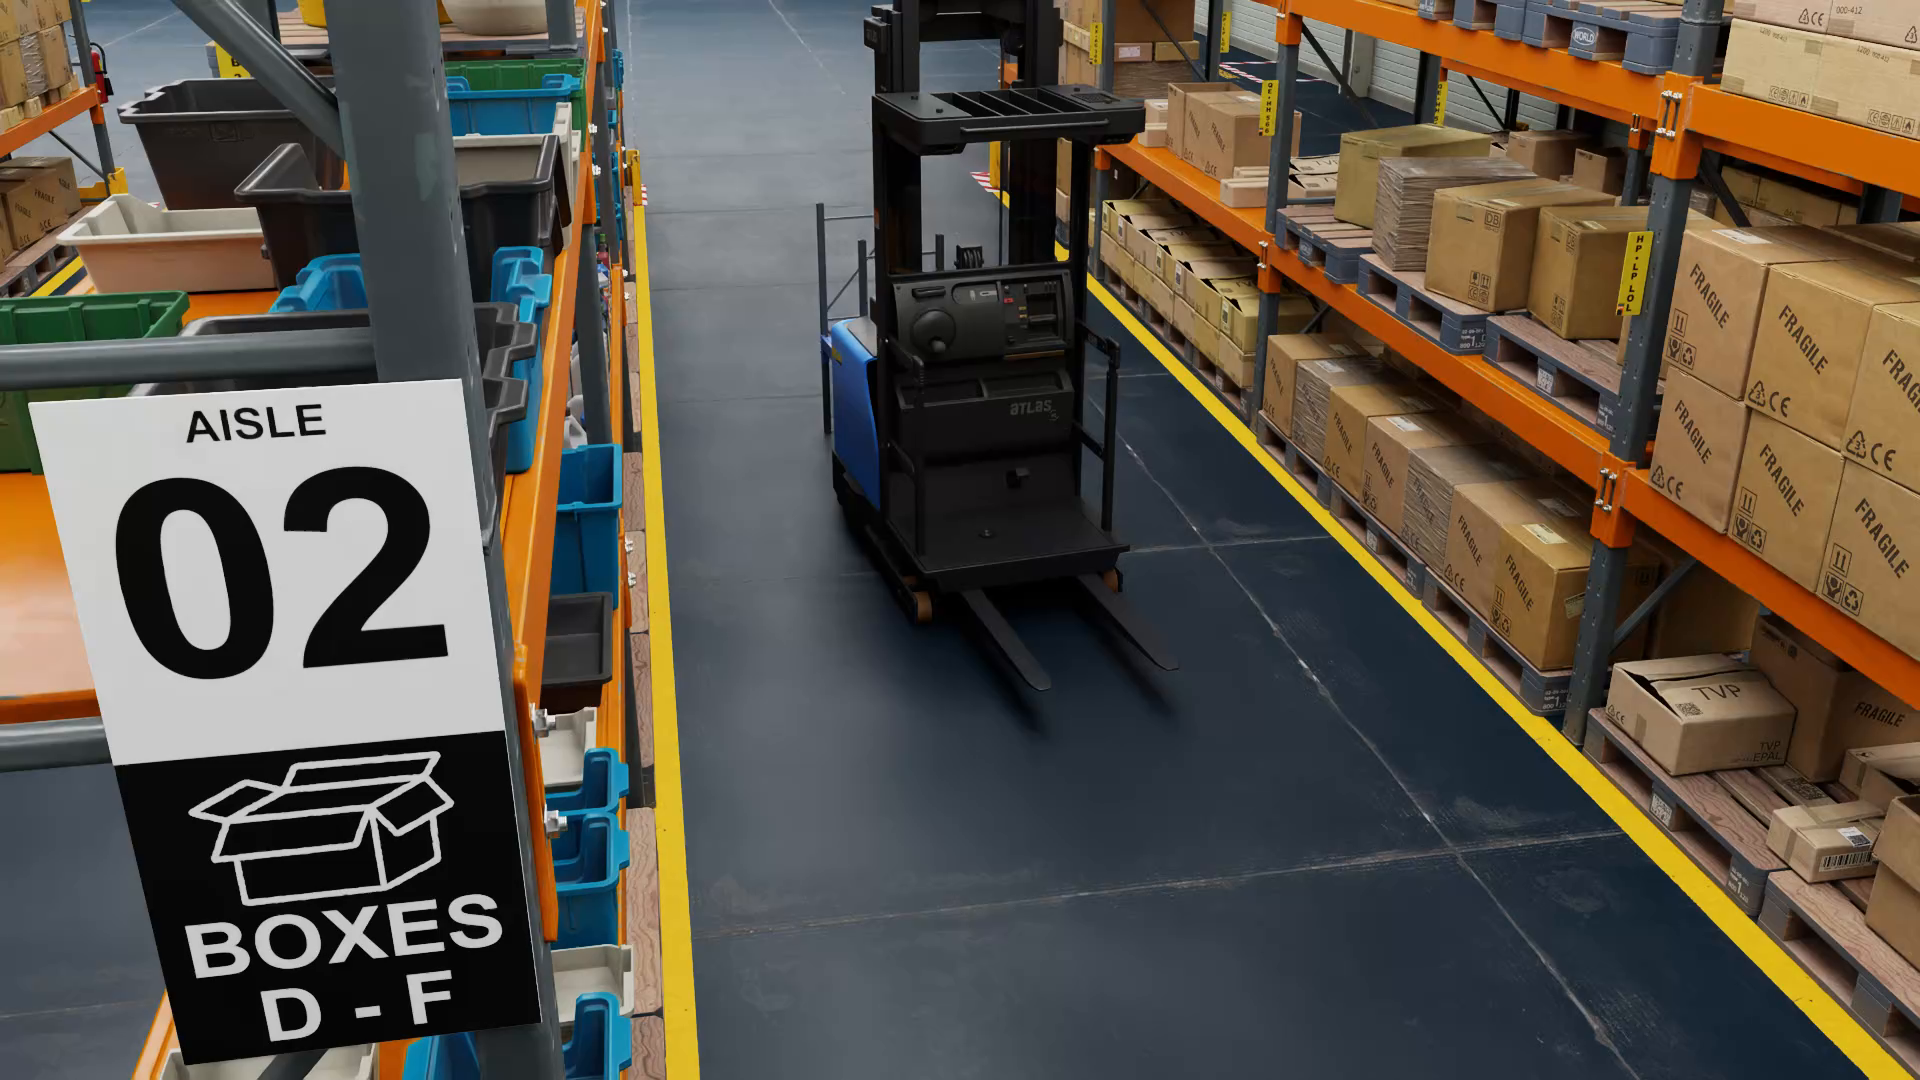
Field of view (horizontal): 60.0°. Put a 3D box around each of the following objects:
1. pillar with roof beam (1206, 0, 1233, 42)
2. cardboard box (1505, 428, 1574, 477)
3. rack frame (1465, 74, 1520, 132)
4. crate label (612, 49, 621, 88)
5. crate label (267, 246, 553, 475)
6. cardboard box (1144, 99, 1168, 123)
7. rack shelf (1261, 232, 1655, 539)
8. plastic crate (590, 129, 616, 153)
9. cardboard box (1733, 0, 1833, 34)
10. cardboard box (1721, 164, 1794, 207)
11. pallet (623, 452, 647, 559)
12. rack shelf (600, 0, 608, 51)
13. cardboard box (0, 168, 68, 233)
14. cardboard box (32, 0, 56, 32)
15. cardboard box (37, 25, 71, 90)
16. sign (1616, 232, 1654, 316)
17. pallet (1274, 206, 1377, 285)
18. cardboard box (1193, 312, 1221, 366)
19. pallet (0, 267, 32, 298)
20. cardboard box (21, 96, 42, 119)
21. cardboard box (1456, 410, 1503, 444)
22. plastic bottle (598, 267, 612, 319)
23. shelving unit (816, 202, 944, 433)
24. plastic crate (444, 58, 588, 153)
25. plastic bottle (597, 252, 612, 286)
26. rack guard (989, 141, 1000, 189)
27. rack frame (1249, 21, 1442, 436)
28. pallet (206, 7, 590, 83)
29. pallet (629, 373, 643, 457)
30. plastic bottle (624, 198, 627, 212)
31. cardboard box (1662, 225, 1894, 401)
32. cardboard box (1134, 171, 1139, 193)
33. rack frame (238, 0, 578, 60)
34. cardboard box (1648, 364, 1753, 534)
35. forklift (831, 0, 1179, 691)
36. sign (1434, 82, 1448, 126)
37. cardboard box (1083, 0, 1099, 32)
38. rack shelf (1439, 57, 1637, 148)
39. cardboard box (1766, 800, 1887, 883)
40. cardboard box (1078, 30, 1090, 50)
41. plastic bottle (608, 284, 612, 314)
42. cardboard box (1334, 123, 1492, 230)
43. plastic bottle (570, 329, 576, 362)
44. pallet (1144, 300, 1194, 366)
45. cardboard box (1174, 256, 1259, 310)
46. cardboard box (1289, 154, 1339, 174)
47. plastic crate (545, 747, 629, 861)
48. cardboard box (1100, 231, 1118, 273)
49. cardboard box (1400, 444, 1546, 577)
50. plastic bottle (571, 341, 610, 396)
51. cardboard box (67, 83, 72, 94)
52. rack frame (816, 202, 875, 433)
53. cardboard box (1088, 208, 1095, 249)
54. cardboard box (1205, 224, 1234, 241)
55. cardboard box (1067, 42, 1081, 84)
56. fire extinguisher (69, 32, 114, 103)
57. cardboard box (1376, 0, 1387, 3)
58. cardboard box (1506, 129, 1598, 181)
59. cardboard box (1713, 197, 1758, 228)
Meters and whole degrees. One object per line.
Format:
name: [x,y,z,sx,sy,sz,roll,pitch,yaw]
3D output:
pillar with roof beam: [0.319,-12.563,26.772,9.100,9.000,0.400,-4,24,-10]
cardboard box: [3.106,-0.537,8.368,0.500,0.250,0.500,-4,24,-10]
rack frame: [5.789,-5.624,18.379,1.000,3.000,0.127,-4,24,-10]
crate label: [-3.341,-4.203,15.081,0.502,0.435,0.616,-4,24,-10]
crate label: [-0.841,-0.290,2.605,0.408,0.251,0.502,-4,24,-10]
cardboard box: [1.796,-3.423,13.528,0.500,0.250,0.500,-3,24,-6]
rack shelf: [2.771,-0.993,8.674,1.077,0.370,4.000,-4,24,-10]
plastic crate: [-2.466,-2.431,10.989,0.402,0.464,0.583,-4,24,-10]
cardboard box: [2.987,-1.861,5.578,0.500,0.250,0.500,-4,24,-10]
cardboard box: [6.766,-2.989,13.982,0.500,0.250,0.500,-5,24,-11]
pallet: [-2.281,-0.159,9.350,1.003,0.211,1.213,-4,24,-10]
rack shelf: [-2.837,-3.575,10.840,1.077,0.370,4.000,-4,24,-10]
cardboard box: [-8.571,-3.091,15.179,0.500,0.500,0.500,2,24,4]
cardboard box: [-8.372,-4.770,14.678,0.500,0.500,0.500,-4,24,-10]
cardboard box: [-8.529,-4.300,14.851,0.875,0.500,0.500,-4,24,-10]
sign: [2.596,-1.024,6.400,0.100,0.325,0.005,-4,24,-10]
pallet: [2.596,-1.760,9.771,1.213,0.211,1.003,-4,24,-10]
cardboard box: [1.965,-1.433,11.693,0.500,0.250,0.500,-5,24,-10]
pallet: [-8.234,-1.934,13.415,1.003,0.211,1.213,-4,24,-10]
cardboard box: [-8.178,-3.730,14.356,0.380,0.149,0.250,-4,24,-10]
cardboard box: [3.003,-0.405,9.003,0.500,0.500,0.500,-5,24,-12]
plastic bottle: [-1.855,-1.267,8.563,0.097,0.271,0.097,0,24,0]
shelving unit: [-0.491,-1.228,10.187,0.538,1.500,1.048,-7,25,-16]
plastic crate: [-1.352,-1.304,5.004,0.450,0.188,0.662,-4,24,-10]
plastic bottle: [-1.970,-1.479,9.136,0.097,0.201,0.097,0,24,0]
rack guard: [0.917,-4.120,18.058,1.175,0.500,0.348,-4,24,-10]
rack frame: [2.401,-2.109,10.331,1.000,3.000,0.127,-4,24,-10]
pallet: [-1.969,-1.760,6.020,1.213,0.211,1.003,-4,24,-10]
pallet: [-2.573,-0.774,10.757,1.003,0.211,1.213,-4,24,-10]
plastic bottle: [-3.157,-3.053,15.346,0.152,0.276,0.135,-4,24,-9]
cardboard box: [2.951,-0.834,6.037,0.500,0.500,0.500,-4,24,-8]
cardboard box: [1.783,-3.360,15.169,0.500,0.500,0.500,-4,24,-10]
rack frame: [-1.728,-2.920,4.692,1.000,3.000,0.127,-4,24,-10]
cardboard box: [2.967,-0.361,6.203,0.500,0.500,0.500,-4,24,-8]
forklift: [0.192,-1.105,8.118,1.130,2.935,3.031,-7,25,-16]
sign: [2.933,-2.647,10.216,0.100,0.325,0.005,-4,24,-10]
cardboard box: [1.479,-4.695,14.507,0.700,0.500,0.500,-4,24,-10]
rack shelf: [6.159,-4.507,16.722,1.077,0.370,4.000,-4,24,-10]
cardboard box: [3.176,1.082,6.016,0.380,0.166,0.250,-4,24,-10]
cardboard box: [1.257,-4.420,14.687,0.380,0.149,0.250,-4,24,-10]
plastic bottle: [-1.873,-1.273,8.665,0.097,0.201,0.097,0,24,0]
cardboard box: [2.628,-2.108,9.679,0.700,0.500,0.500,-13,27,-27]
plastic bottle: [-1.825,-0.891,7.703,0.097,0.271,0.097,0,24,0]
pallet: [2.065,-1.637,12.734,1.003,0.211,1.213,-4,24,-10]
cardboard box: [1.869,-1.889,12.037,0.500,0.311,0.500,-4,24,-10]
cardboard box: [2.426,-2.434,11.187,0.500,0.311,0.500,-5,24,-10]
plastic crate: [-1.009,0.695,4.046,0.416,0.233,0.300,-4,24,-10]
cardboard box: [1.493,-2.438,13.995,0.500,0.250,0.500,-5,24,-11]
cardboard box: [2.592,-0.157,8.435,0.500,0.500,0.500,-4,24,-9]
plastic bottle: [-1.653,-0.779,7.442,0.152,0.276,0.135,-4,24,-10]
cardboard box: [-8.513,-4.214,15.464,0.380,0.149,0.250,-4,24,-10]
rack frame: [-0.647,-1.421,10.631,0.500,1.500,0.032,-7,25,-16]
cardboard box: [1.361,-2.781,14.780,0.500,0.250,0.500,-4,24,-10]
cardboard box: [2.210,-2.333,13.054,0.500,0.311,0.500,-4,24,-10]
cardboard box: [1.380,-4.307,15.239,0.700,0.500,0.500,-4,24,-9]
fire extinguisher: [-8.383,-4.568,16.057,0.296,0.674,0.183,-4,24,-10]
cardboard box: [2.609,-3.160,8.864,0.910,0.500,0.500,-4,24,-10]
cardboard box: [6.021,-3.885,16.970,0.700,0.500,0.500,-6,24,-13]
cardboard box: [6.826,-2.619,14.072,0.700,0.500,0.500,-5,24,-11]
